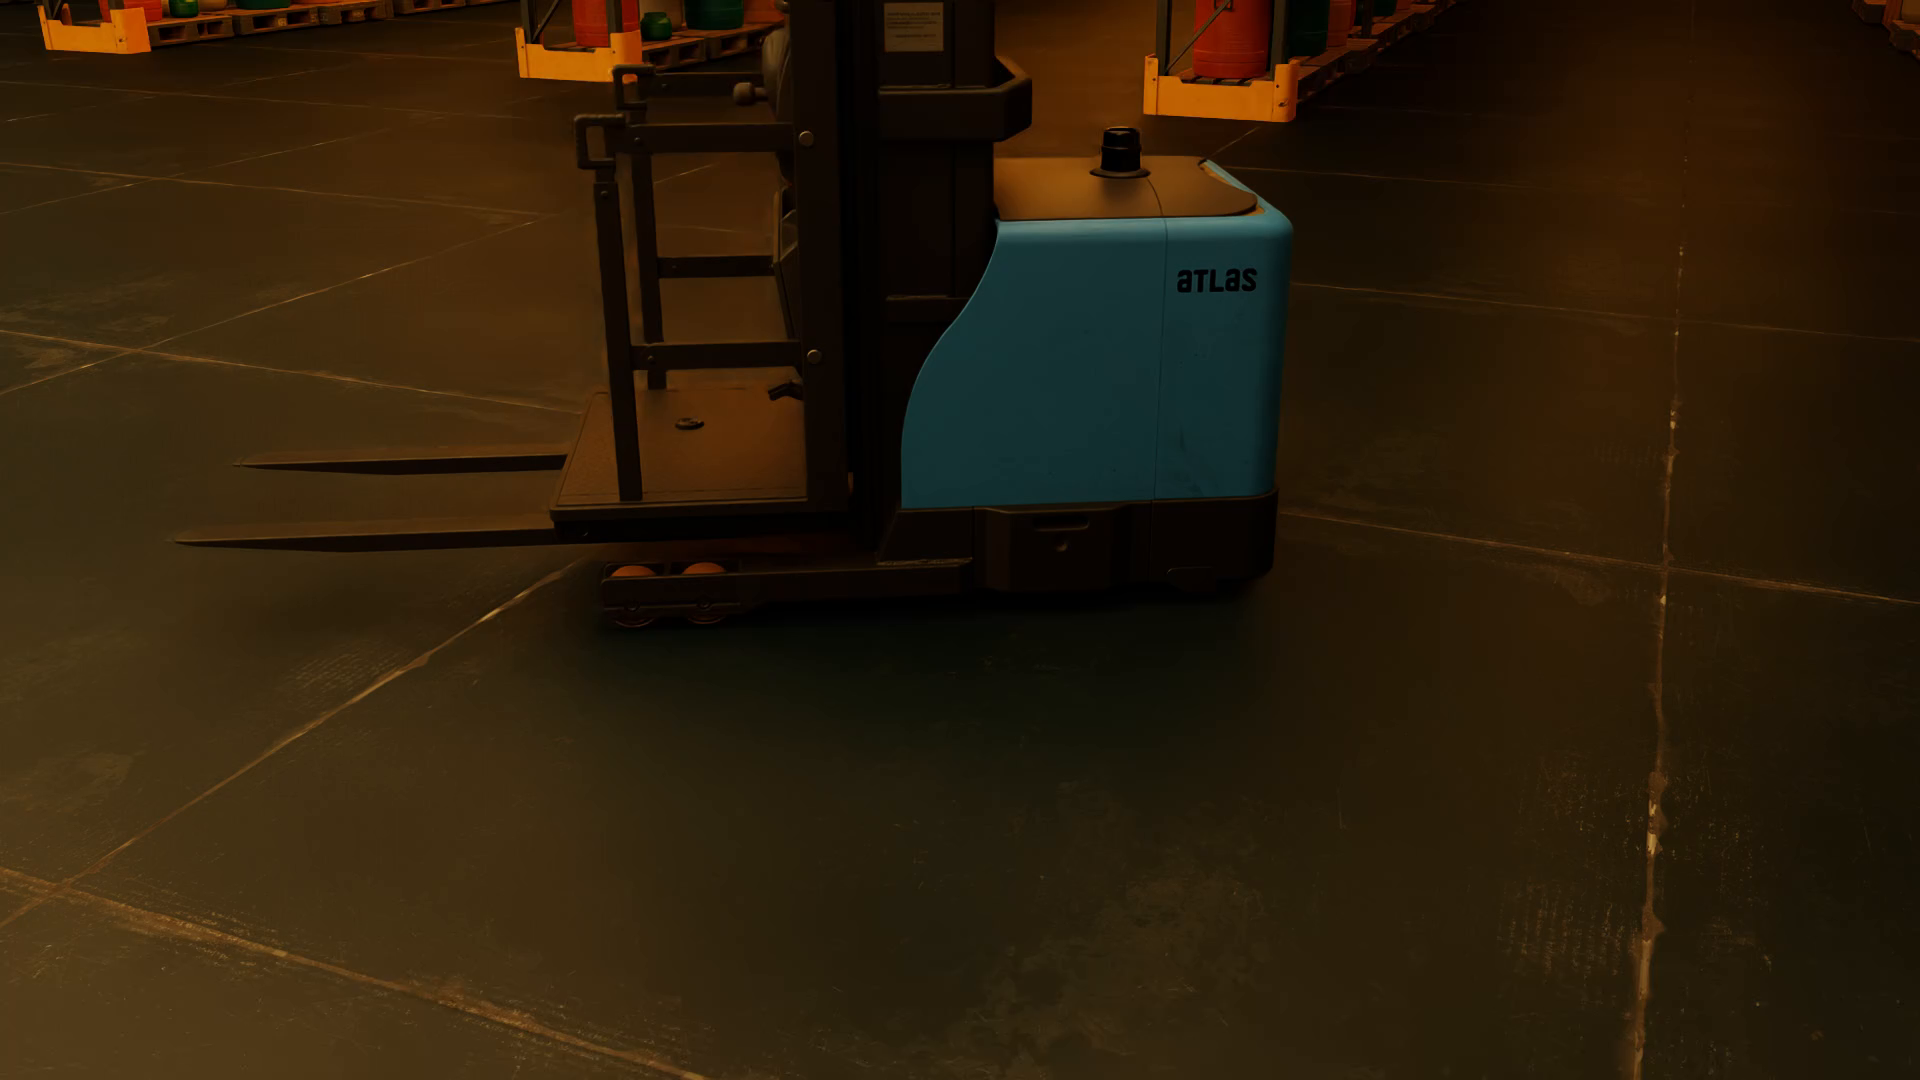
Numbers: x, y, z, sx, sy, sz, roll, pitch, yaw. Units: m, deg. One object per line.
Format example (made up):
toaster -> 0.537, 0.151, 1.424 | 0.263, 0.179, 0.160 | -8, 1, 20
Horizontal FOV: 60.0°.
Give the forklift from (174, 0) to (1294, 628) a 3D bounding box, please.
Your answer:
forklift -> -0.657, -1.328, 4.469 | 3.031, 2.935, 1.130 | -2, 23, -5
